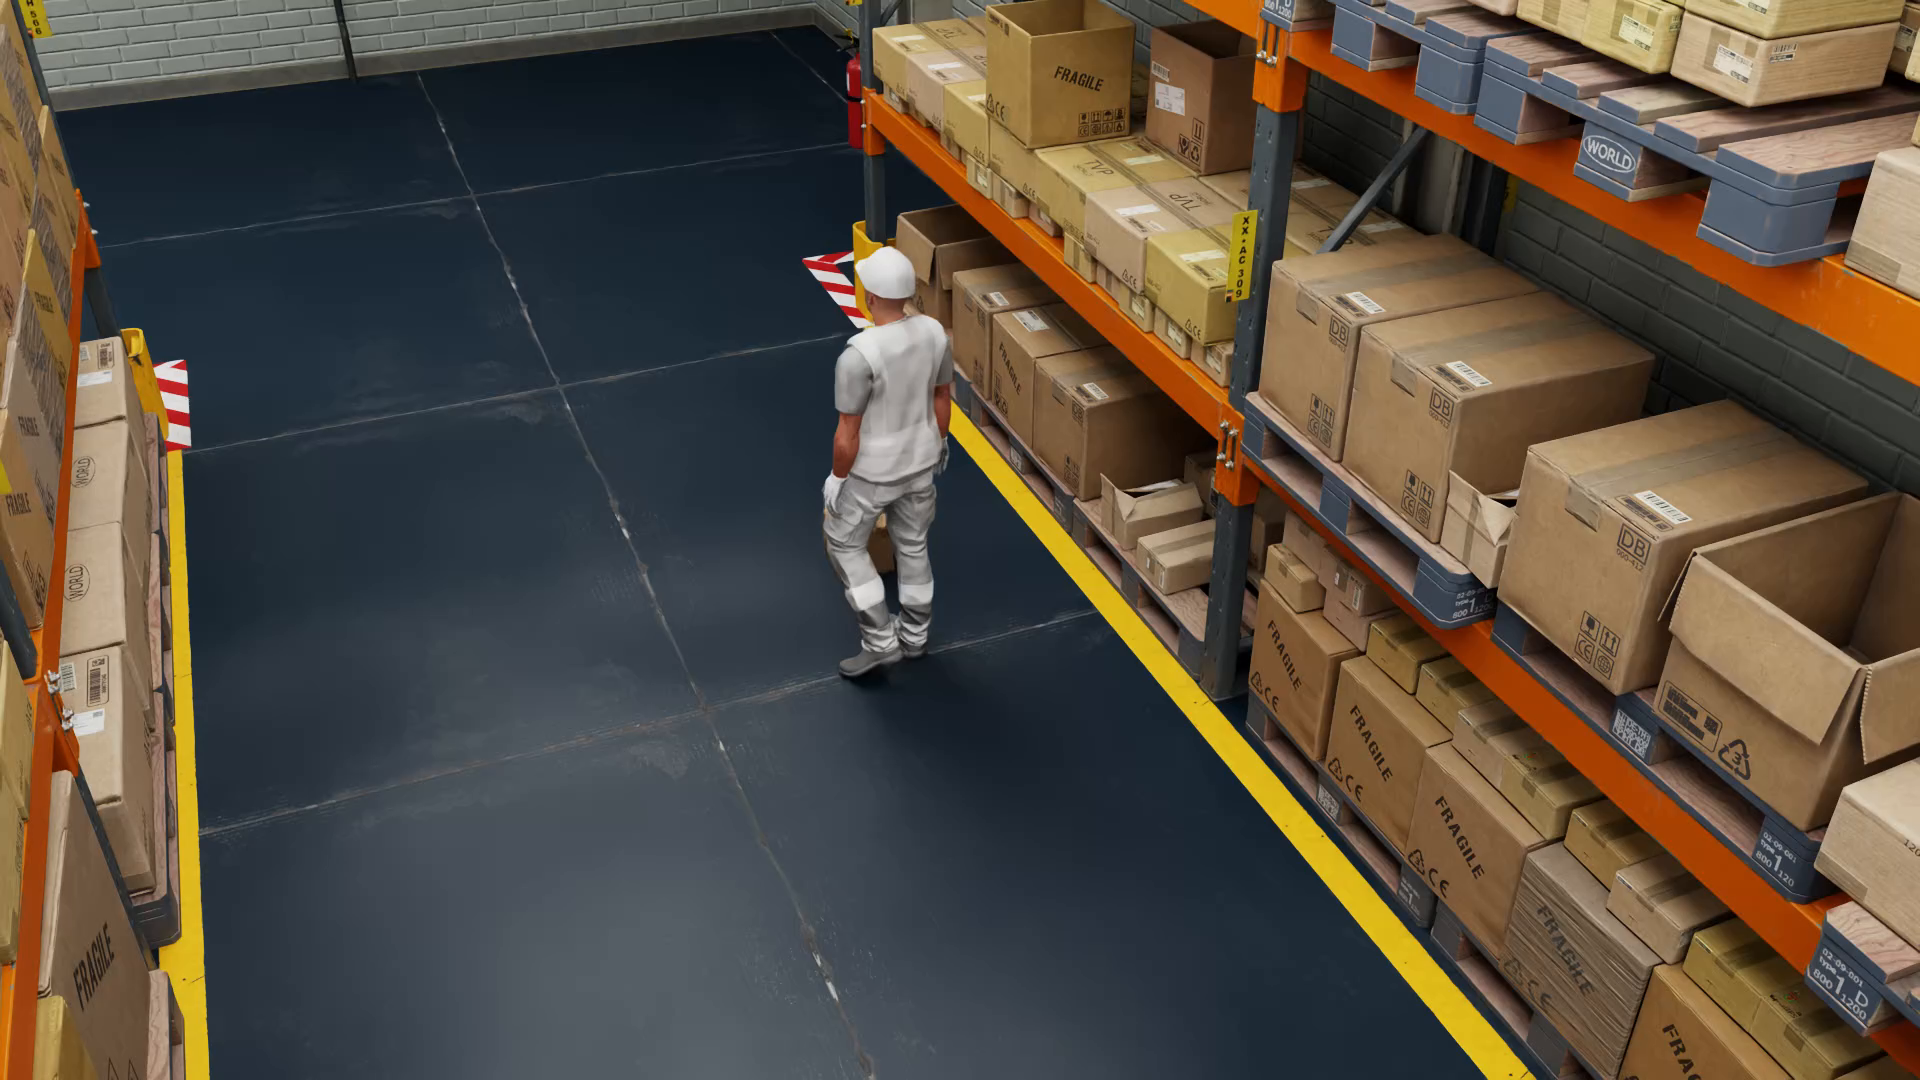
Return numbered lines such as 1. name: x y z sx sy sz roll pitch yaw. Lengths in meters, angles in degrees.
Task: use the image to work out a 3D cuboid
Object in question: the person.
1. person: -0.261 -0.287 6.539 0.608 1.801 0.397 -24 40 -32
